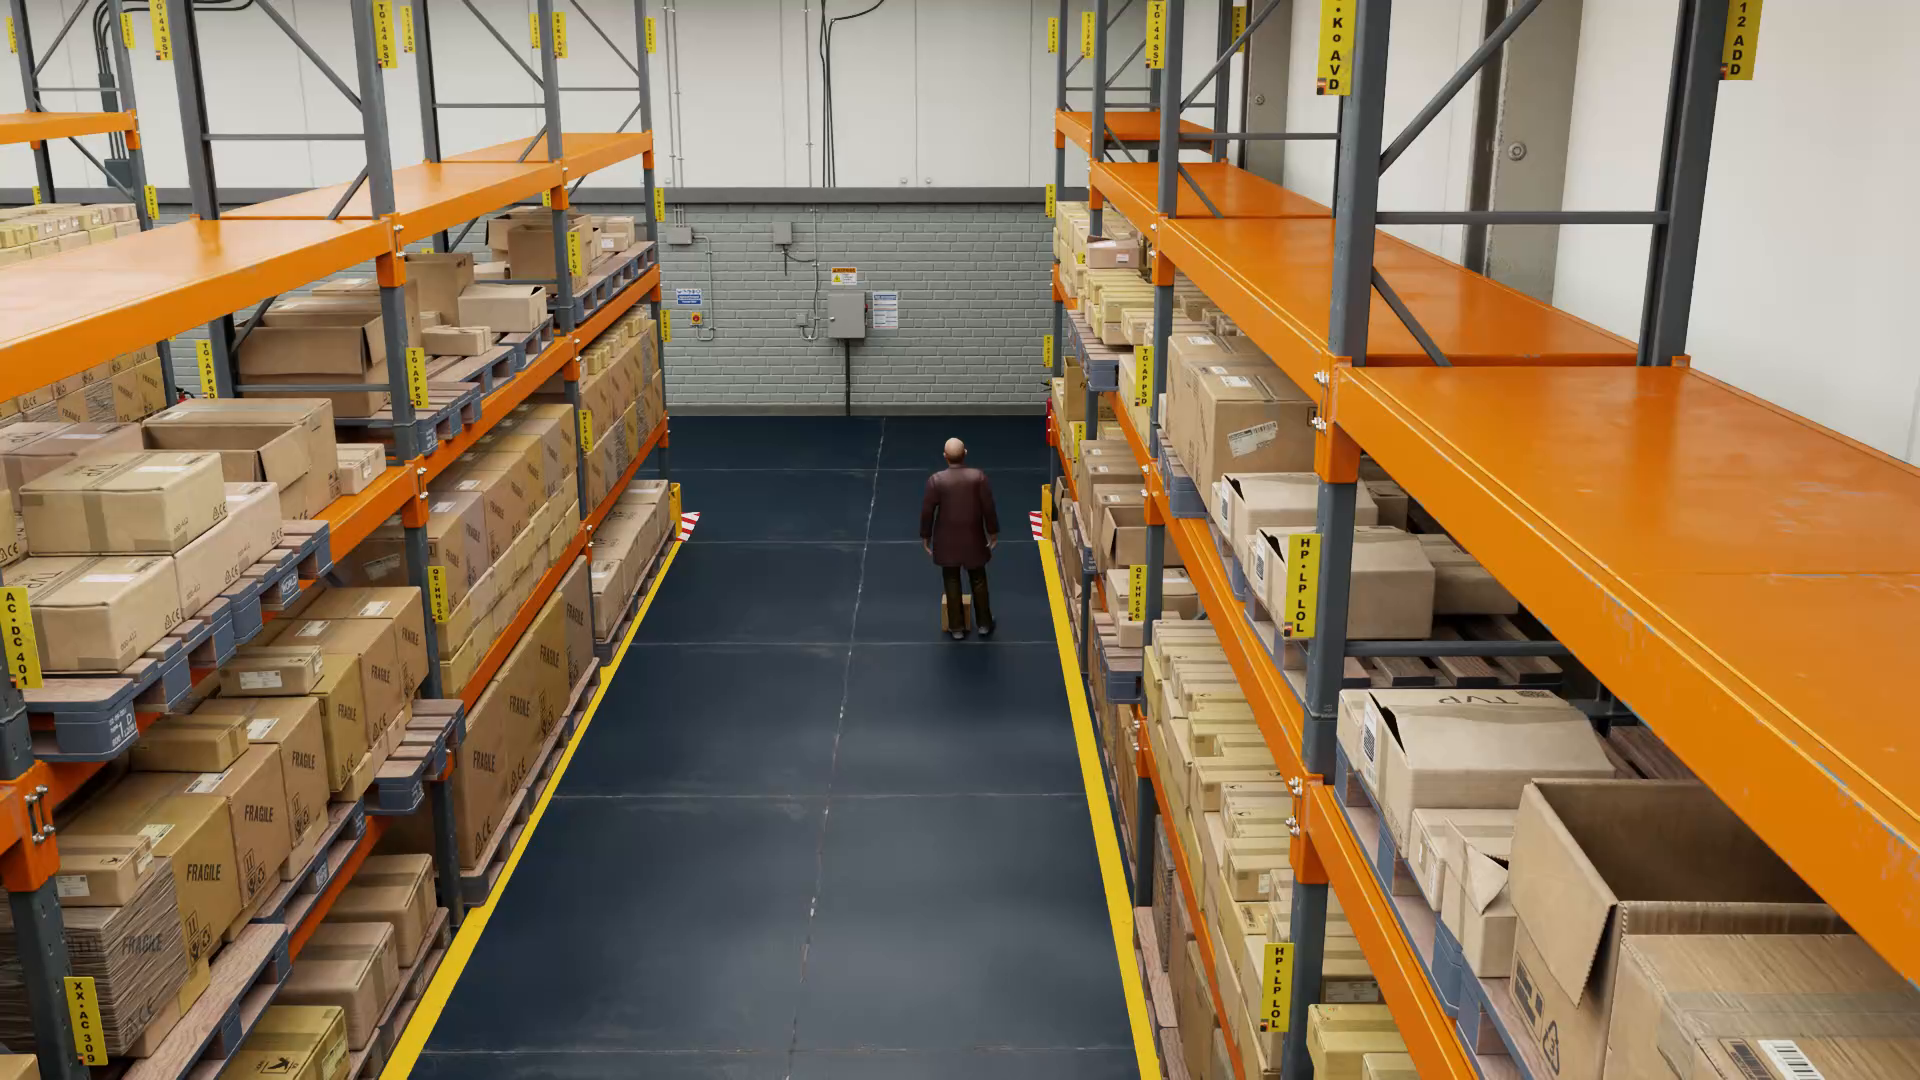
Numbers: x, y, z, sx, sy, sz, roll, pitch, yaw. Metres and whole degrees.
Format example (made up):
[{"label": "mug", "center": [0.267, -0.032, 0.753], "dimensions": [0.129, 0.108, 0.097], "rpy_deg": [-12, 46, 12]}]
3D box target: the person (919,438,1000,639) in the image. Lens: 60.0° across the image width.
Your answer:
[{"label": "person", "center": [-0.005, -0.042, 14.287], "dimensions": [0.698, 1.776, 0.581], "rpy_deg": [0, 17, 0]}]
